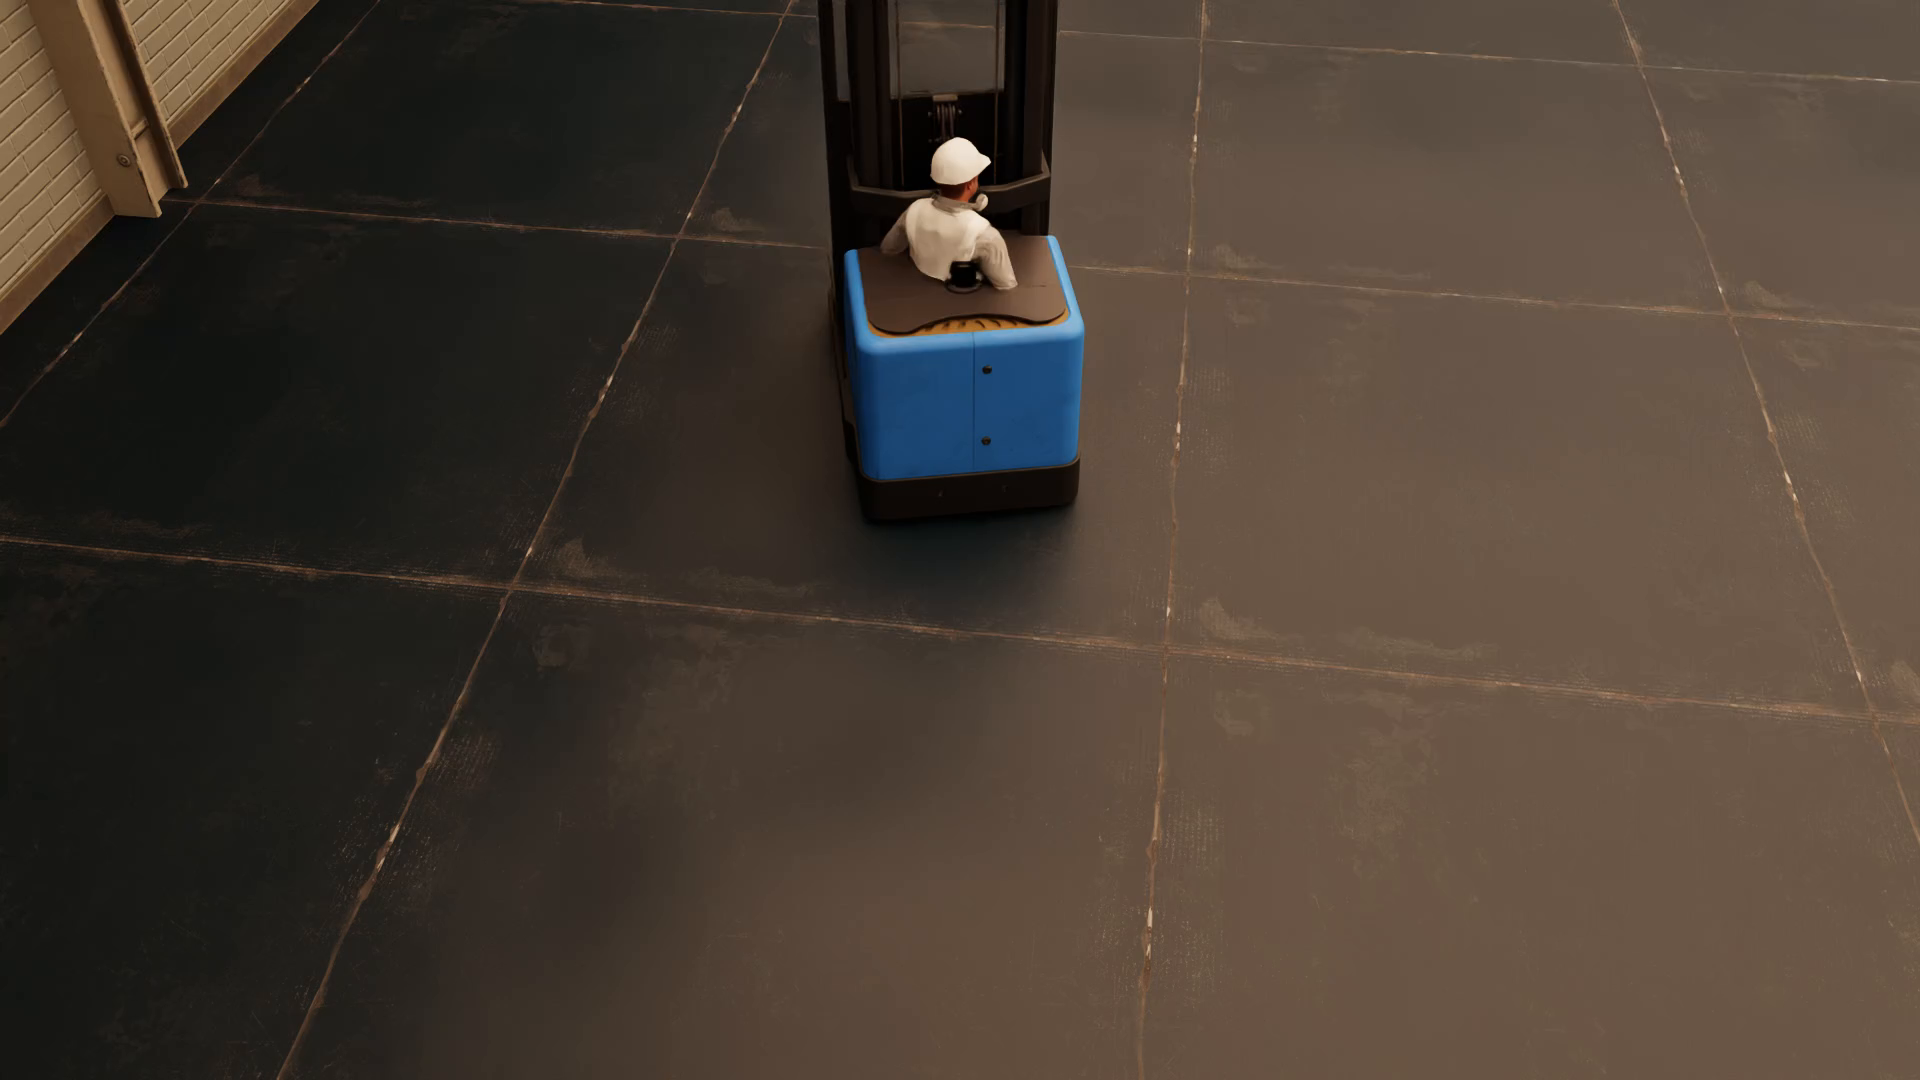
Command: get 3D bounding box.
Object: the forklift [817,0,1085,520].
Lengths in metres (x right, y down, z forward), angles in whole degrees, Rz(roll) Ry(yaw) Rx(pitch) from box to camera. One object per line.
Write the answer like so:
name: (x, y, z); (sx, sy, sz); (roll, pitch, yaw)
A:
forklift: (-0.132, -2.173, 8.089); (1.130, 2.935, 3.031); (-5, 43, -5)

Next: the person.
person: (0.057, -1.179, 7.925); (0.786, 1.701, 0.655); (27, 49, 26)
